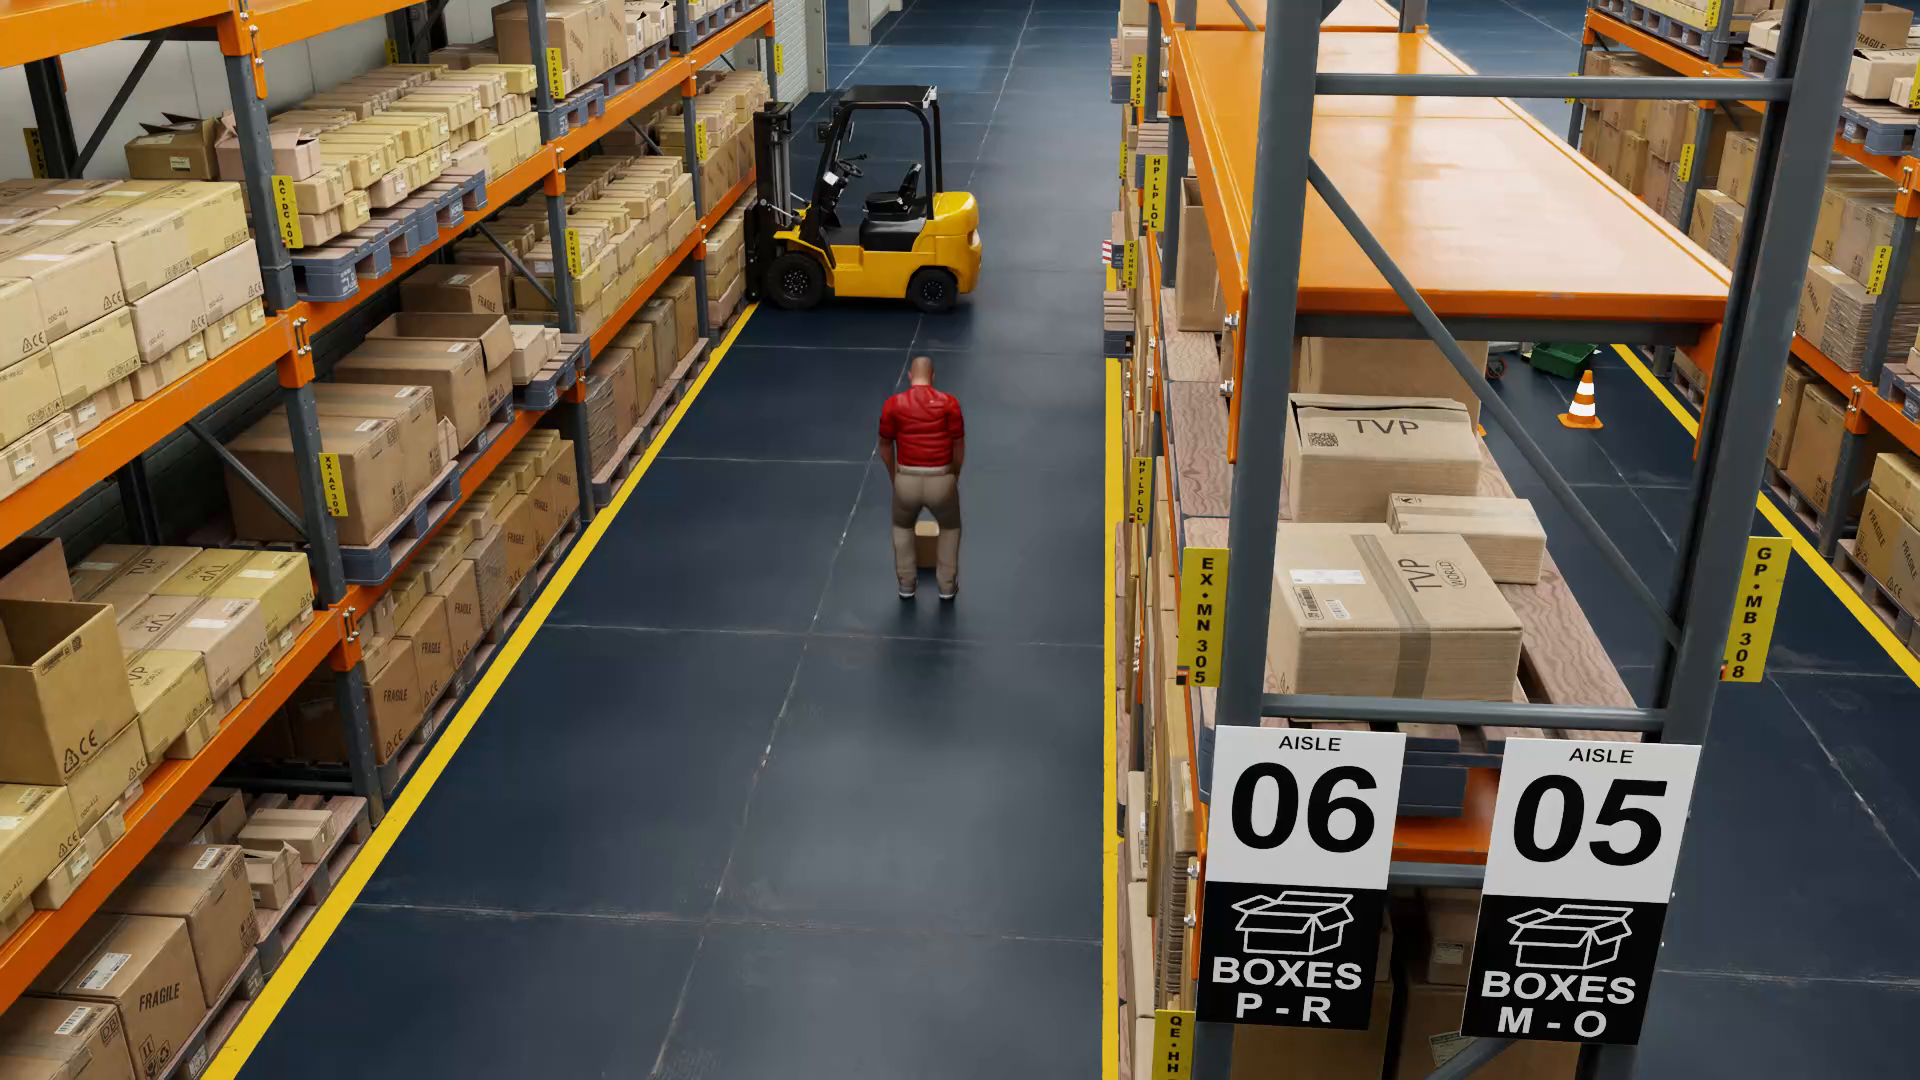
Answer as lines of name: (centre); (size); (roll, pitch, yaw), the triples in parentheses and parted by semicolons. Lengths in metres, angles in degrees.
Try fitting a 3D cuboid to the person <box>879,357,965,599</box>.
person: (-0.255, -0.389, 11.031); (0.571, 1.624, 0.503); (2, 24, 5)
